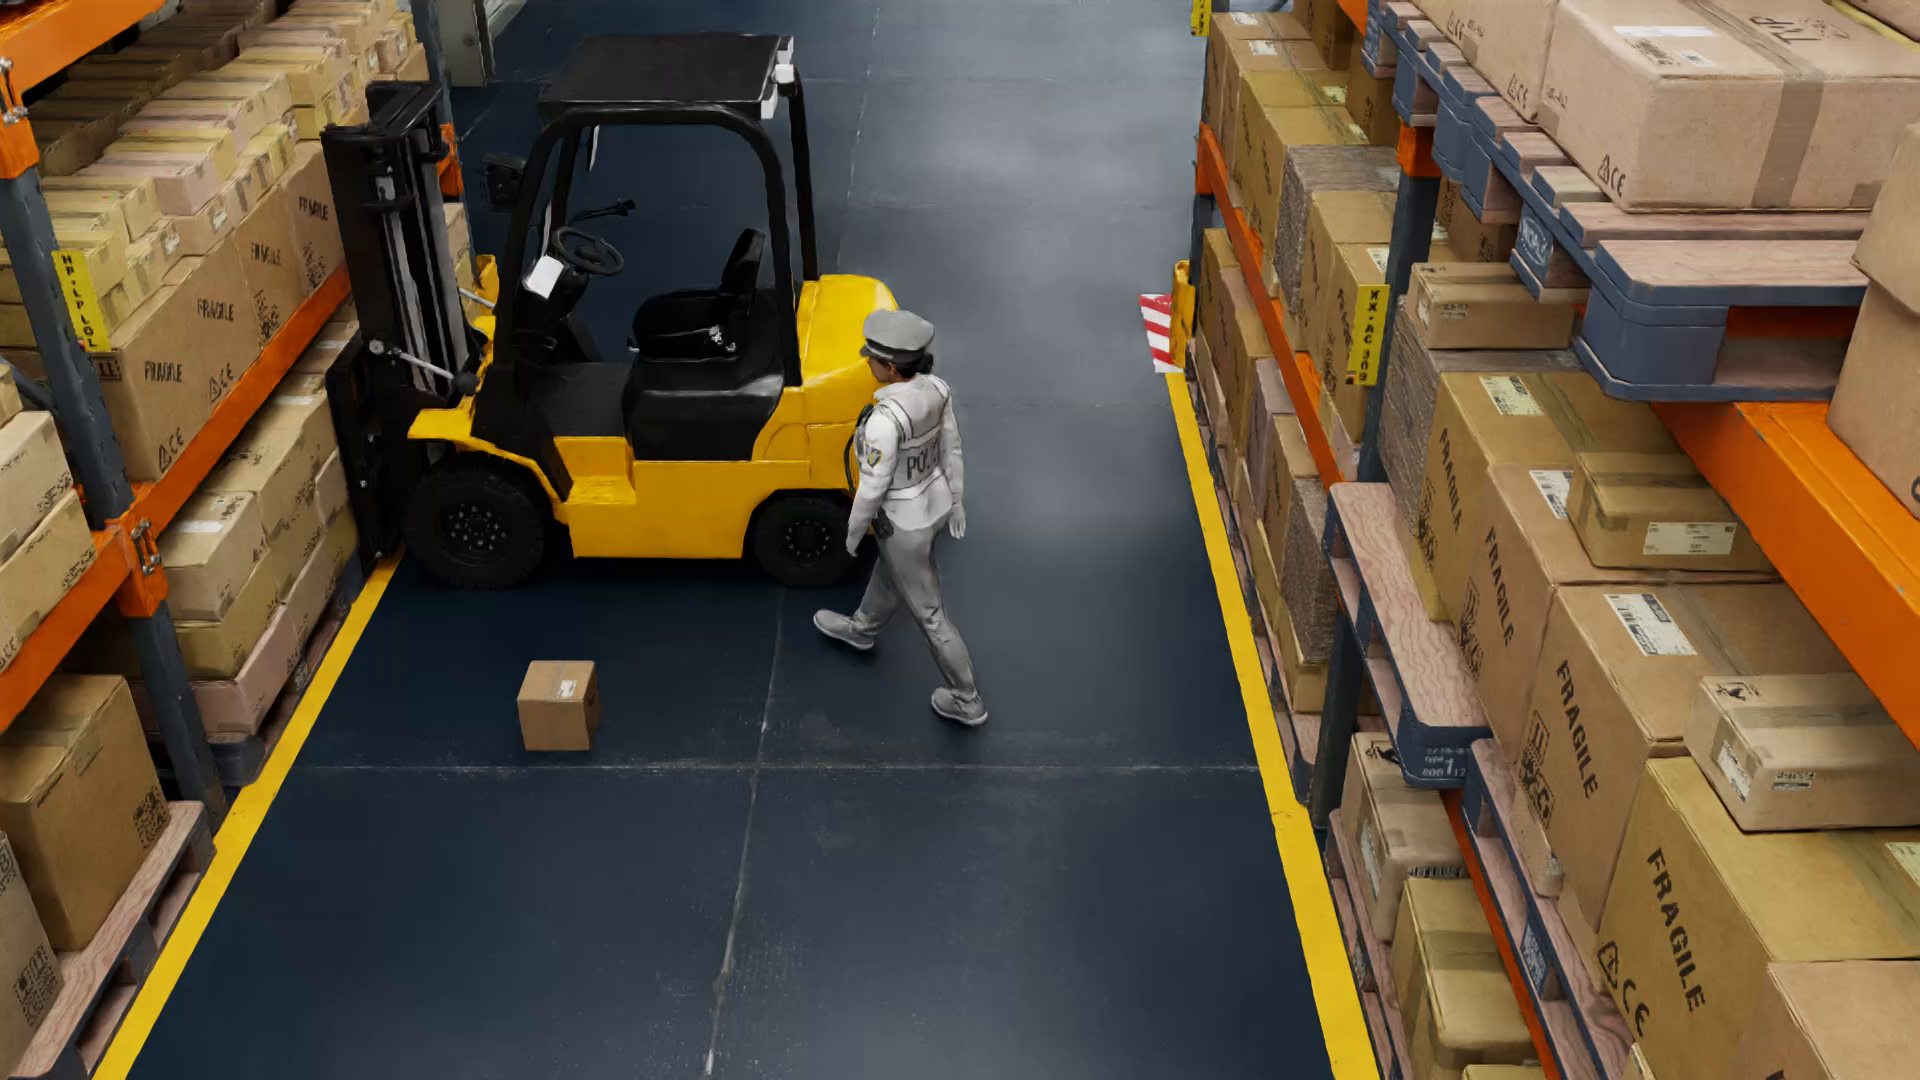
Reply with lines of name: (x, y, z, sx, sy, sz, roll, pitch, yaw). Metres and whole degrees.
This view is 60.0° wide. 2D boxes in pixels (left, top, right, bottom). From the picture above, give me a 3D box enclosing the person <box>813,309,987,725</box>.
person: (-0.274, -0.101, 6.300, 0.904, 1.637, 0.519, 13, 34, 19)
